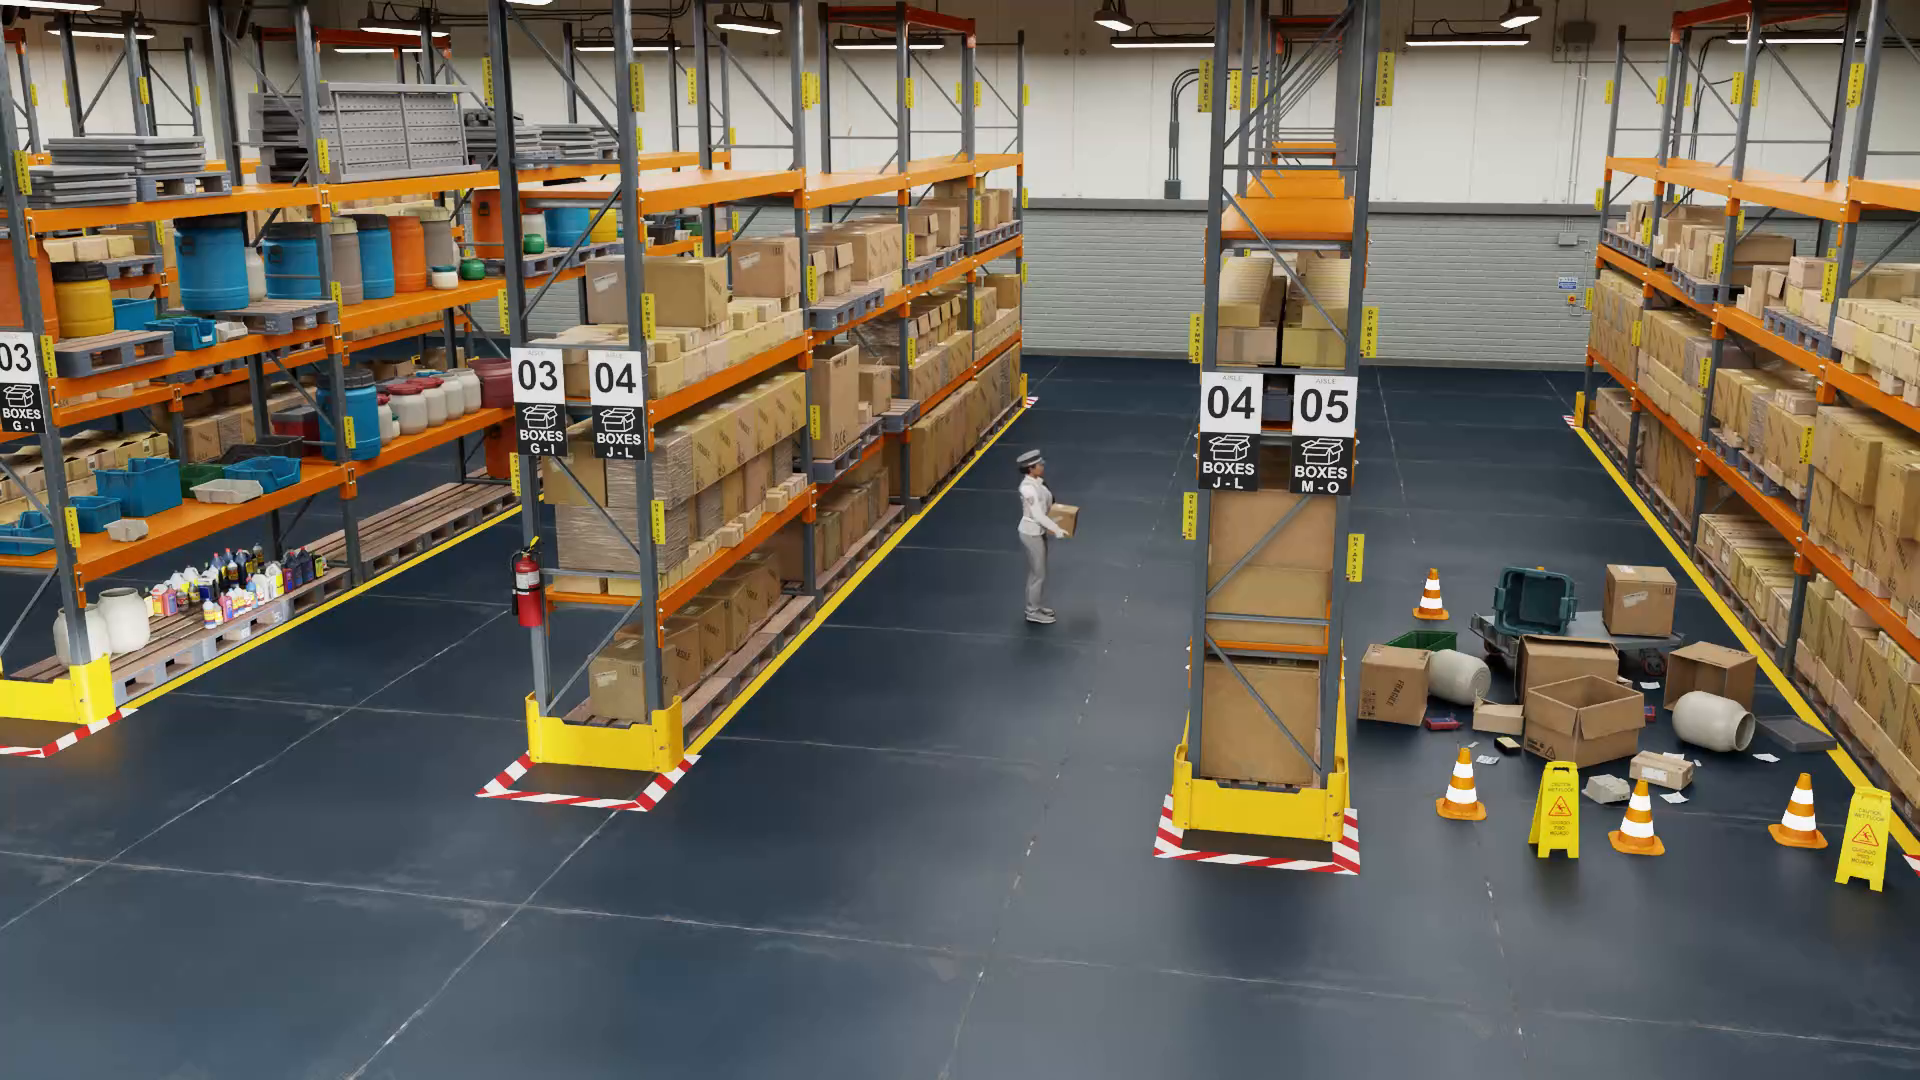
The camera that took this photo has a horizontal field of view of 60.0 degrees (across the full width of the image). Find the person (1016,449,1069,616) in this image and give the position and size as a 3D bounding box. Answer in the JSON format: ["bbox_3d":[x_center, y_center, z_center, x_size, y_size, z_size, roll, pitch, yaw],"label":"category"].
[{"bbox_3d":[0.808,-0.076,16.125,0.543,1.622,0.361,3,15,12],"label":"person"}]
